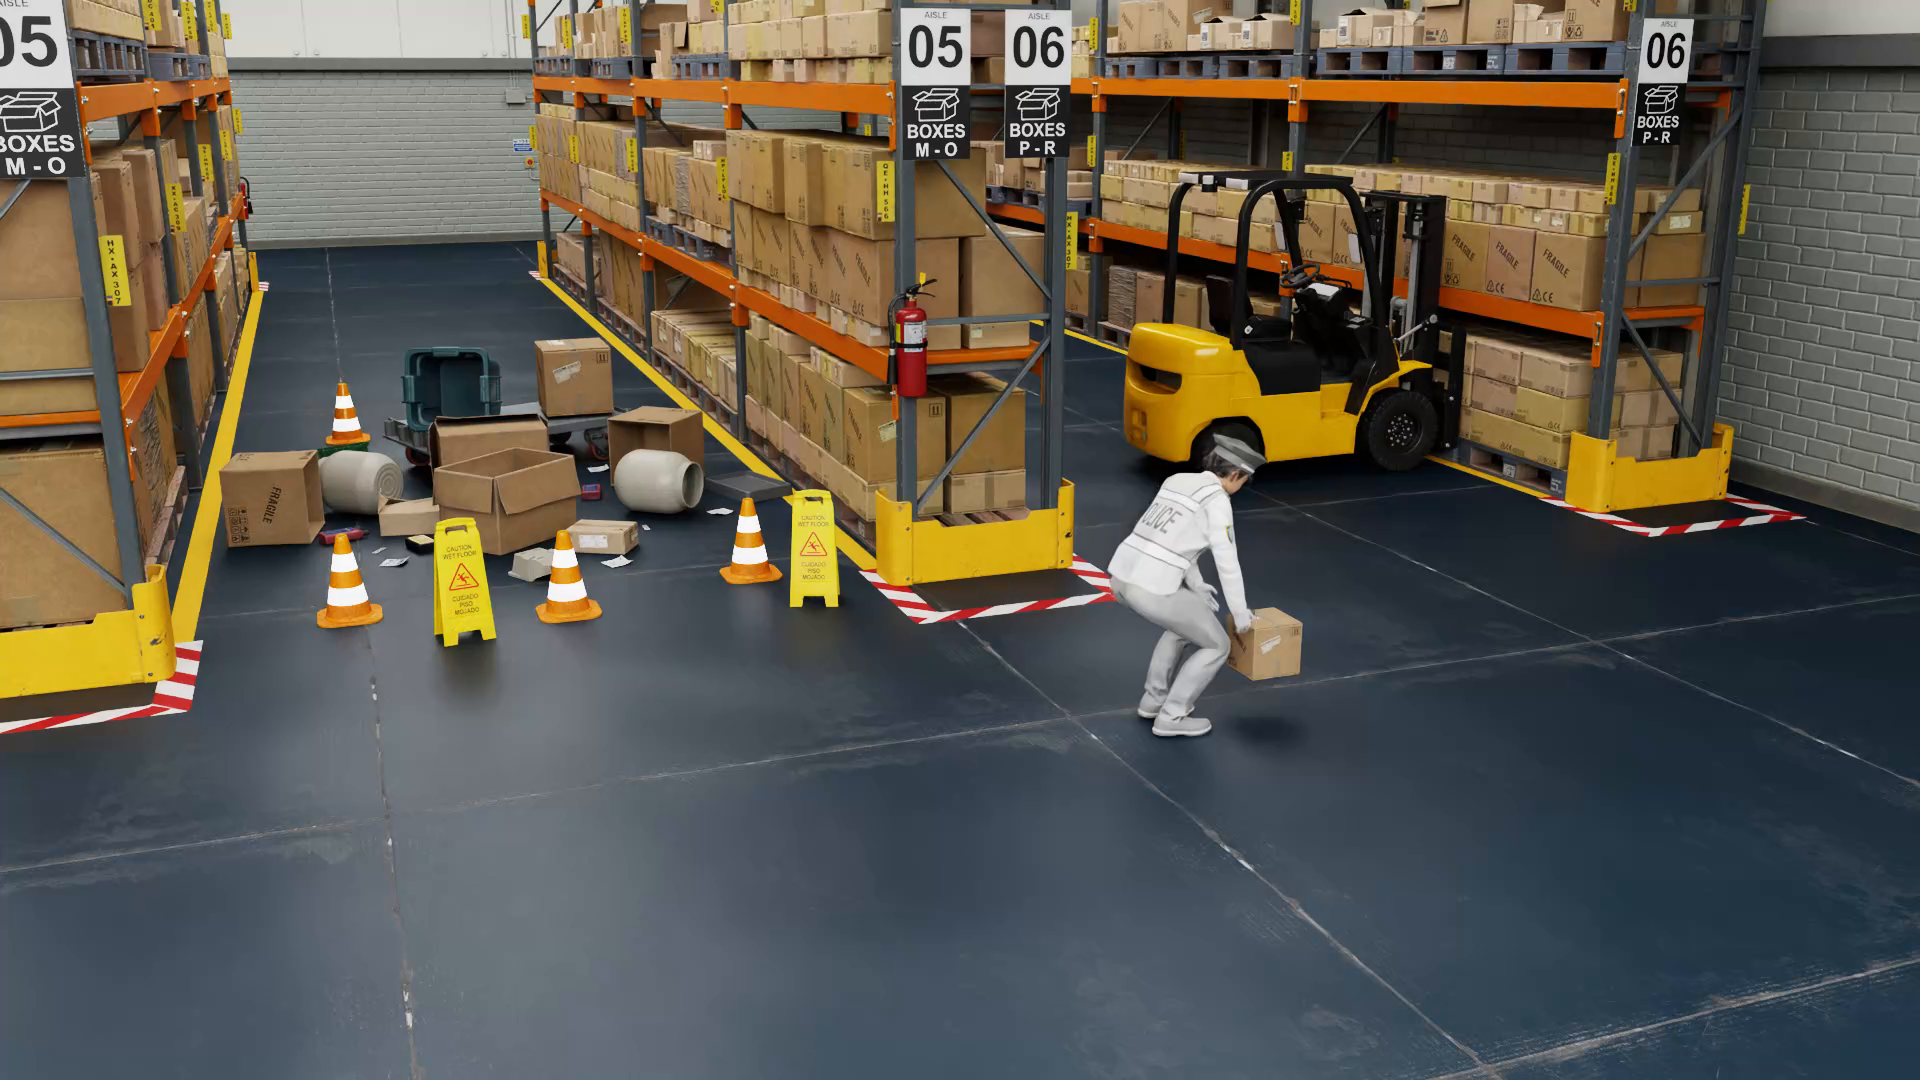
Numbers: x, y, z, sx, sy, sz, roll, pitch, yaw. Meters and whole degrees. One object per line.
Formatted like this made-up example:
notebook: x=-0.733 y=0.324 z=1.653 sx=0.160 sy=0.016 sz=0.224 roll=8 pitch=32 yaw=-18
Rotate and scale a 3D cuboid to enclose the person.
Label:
person: x=1.015 y=0.193 z=7.486 sx=0.736 sy=1.322 sz=0.534 roll=-6 pitch=17 yaw=-20
